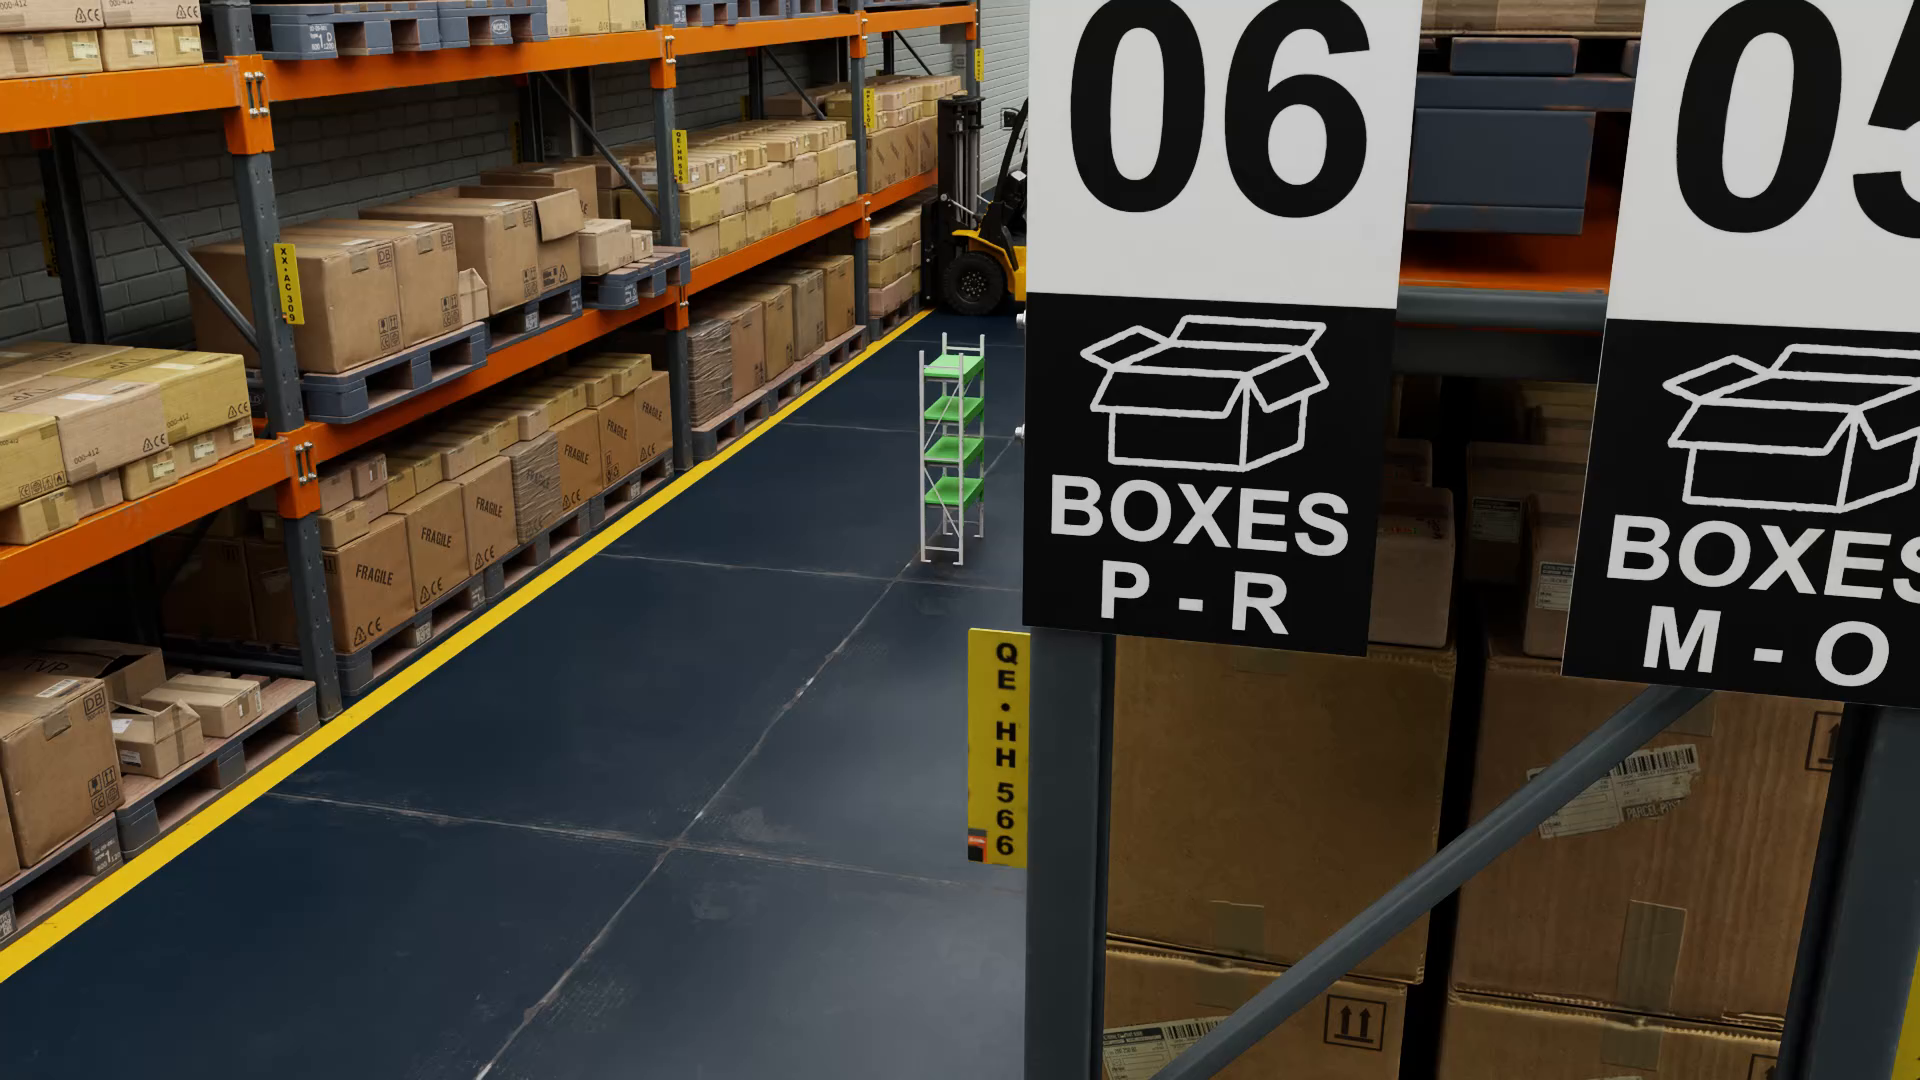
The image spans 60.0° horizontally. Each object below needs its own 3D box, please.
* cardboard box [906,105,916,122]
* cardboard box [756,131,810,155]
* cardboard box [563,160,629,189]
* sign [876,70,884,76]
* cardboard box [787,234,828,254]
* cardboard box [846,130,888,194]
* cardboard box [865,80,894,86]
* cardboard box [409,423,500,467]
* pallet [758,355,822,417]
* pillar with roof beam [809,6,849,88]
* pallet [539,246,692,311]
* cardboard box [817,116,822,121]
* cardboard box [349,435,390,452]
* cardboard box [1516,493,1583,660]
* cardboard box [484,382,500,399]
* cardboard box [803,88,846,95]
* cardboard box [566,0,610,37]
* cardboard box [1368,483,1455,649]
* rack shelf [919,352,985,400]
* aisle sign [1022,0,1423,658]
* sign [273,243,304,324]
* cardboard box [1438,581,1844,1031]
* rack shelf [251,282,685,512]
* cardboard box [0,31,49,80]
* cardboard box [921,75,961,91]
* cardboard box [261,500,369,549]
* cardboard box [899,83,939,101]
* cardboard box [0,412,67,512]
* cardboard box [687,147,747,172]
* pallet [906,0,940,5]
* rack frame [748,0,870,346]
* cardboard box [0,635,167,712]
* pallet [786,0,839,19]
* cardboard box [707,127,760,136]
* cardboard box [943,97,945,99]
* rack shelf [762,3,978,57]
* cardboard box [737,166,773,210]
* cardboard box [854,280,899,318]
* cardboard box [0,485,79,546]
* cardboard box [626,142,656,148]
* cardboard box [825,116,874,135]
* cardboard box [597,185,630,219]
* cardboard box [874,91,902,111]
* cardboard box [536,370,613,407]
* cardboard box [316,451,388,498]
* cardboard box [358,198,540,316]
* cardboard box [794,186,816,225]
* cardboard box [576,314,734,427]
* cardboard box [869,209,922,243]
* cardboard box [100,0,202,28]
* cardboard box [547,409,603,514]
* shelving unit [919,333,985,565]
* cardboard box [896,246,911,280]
[{"bbox_3d":[-0.627,-4.009,15.627,0.380,0.149,0.250,4,19,12],"label":"cardboard box"},{"bbox_3d":[-1.385,-3.082,12.911,0.380,0.149,0.250,4,19,12],"label":"cardboard box"},{"bbox_3d":[-2.394,-2.396,10.902,0.380,0.149,0.250,5,20,15],"label":"cardboard box"},{"bbox_3d":[-0.860,-4.924,18.000,0.100,0.325,0.005,5,19,13],"label":"sign"},{"bbox_3d":[-1.368,-2.717,15.060,0.500,0.250,0.500,5,20,14],"label":"cardboard box"},{"bbox_3d":[-0.939,-3.343,14.679,0.500,0.500,0.500,4,19,12],"label":"cardboard box"},{"bbox_3d":[-0.875,-4.513,16.642,0.380,0.149,0.250,5,20,15],"label":"cardboard box"},{"bbox_3d":[-2.651,-0.498,8.719,0.380,0.149,0.250,5,20,15],"label":"cardboard box"},{"bbox_3d":[-1.739,-1.240,12.991,1.003,0.211,1.213,5,19,13],"label":"pallet"},{"bbox_3d":[2.807,-6.783,15.623,9.100,9.000,0.400,5,19,13],"label":"pillar with roof beam"},{"bbox_3d":[-2.375,-1.615,10.071,1.213,0.211,1.003,5,19,13],"label":"pallet"},{"bbox_3d":[-1.443,-3.734,14.820,0.380,0.149,0.250,4,19,12],"label":"cardboard box"},{"bbox_3d":[-3.178,-0.455,8.592,0.380,0.149,0.250,5,20,15],"label":"cardboard box"},{"bbox_3d":[0.937,0.058,2.172,0.380,0.149,0.250,5,20,15],"label":"cardboard box"},{"bbox_3d":[-2.938,-0.864,9.790,0.380,0.149,0.250,4,19,11],"label":"cardboard box"},{"bbox_3d":[-1.279,-4.119,15.486,0.380,0.149,0.250,4,19,12],"label":"cardboard box"},{"bbox_3d":[-2.290,-2.934,9.229,0.500,0.250,0.500,5,19,14],"label":"cardboard box"},{"bbox_3d":[0.475,0.019,2.286,0.380,0.149,0.250,5,19,14],"label":"cardboard box"},{"bbox_3d":[-0.040,-0.910,9.207,0.258,0.148,0.480,5,19,13],"label":"rack shelf"},{"bbox_3d":[0.264,-0.257,1.778,0.394,0.787,0.004,5,19,13],"label":"aisle sign"},{"bbox_3d":[-2.727,-1.039,6.749,0.100,0.325,0.005,5,19,13],"label":"sign"},{"bbox_3d":[0.975,0.327,2.389,0.500,0.500,0.500,4,19,12],"label":"cardboard box"},{"bbox_3d":[-2.766,-0.956,8.959,1.077,0.370,4.000,5,19,13],"label":"rack shelf"},{"bbox_3d":[-3.258,-1.598,5.472,0.380,0.149,0.250,5,19,13],"label":"cardboard box"},{"bbox_3d":[-0.206,-4.797,17.472,0.380,0.149,0.250,5,19,14],"label":"cardboard box"},{"bbox_3d":[-2.909,-0.084,7.506,0.380,0.149,0.250,6,20,16],"label":"cardboard box"},{"bbox_3d":[-0.421,-4.389,16.278,0.380,0.149,0.250,5,19,14],"label":"cardboard box"},{"bbox_3d":[-3.386,-0.247,5.542,0.500,0.250,0.500,5,19,13],"label":"cardboard box"},{"bbox_3d":[-1.728,-2.685,11.749,0.380,0.149,0.250,5,19,14],"label":"cardboard box"},{"bbox_3d":[-0.817,-5.205,15.783,1.003,0.211,1.213,5,19,13],"label":"pallet"},{"bbox_3d":[-1.300,-3.177,14.348,1.000,3.000,0.127,5,19,13],"label":"rack frame"},{"bbox_3d":[-3.646,0.592,6.822,0.500,0.311,0.500,5,20,15],"label":"cardboard box"},{"bbox_3d":[-1.503,-4.229,13.082,0.805,0.209,1.217,4,19,11],"label":"pallet"},{"bbox_3d":[-1.815,-3.198,13.252,0.380,0.149,0.250,4,19,13],"label":"cardboard box"},{"bbox_3d":[-0.364,-4.419,16.825,0.380,0.149,0.250,5,19,13],"label":"cardboard box"},{"bbox_3d":[-0.812,-4.883,15.815,1.077,0.370,4.000,5,19,13],"label":"rack shelf"},{"bbox_3d":[-1.663,-2.528,11.907,0.500,0.250,0.500,4,19,12],"label":"cardboard box"},{"bbox_3d":[-0.861,-2.200,15.092,0.500,0.250,0.500,5,19,14],"label":"cardboard box"},{"bbox_3d":[-3.296,-0.102,5.734,0.380,0.149,0.250,4,19,13],"label":"cardboard box"},{"bbox_3d":[-2.205,-2.806,12.103,0.380,0.149,0.250,4,19,12],"label":"cardboard box"},{"bbox_3d":[-0.967,-3.610,14.459,0.380,0.149,0.250,4,19,13],"label":"cardboard box"},{"bbox_3d":[-2.437,-2.252,11.098,0.500,0.250,0.500,5,20,15],"label":"cardboard box"},{"bbox_3d":[-0.742,-3.991,15.113,0.380,0.149,0.250,5,20,15],"label":"cardboard box"},{"bbox_3d":[-2.296,-0.904,9.908,0.380,0.149,0.250,4,19,12],"label":"cardboard box"},{"bbox_3d":[-2.892,-0.310,7.708,0.380,0.149,0.250,4,19,11],"label":"cardboard box"},{"bbox_3d":[-2.602,-1.458,8.511,0.700,0.500,0.500,5,19,13],"label":"cardboard box"},{"bbox_3d":[-1.438,-2.616,12.939,0.500,0.250,0.500,5,19,14],"label":"cardboard box"},{"bbox_3d":[-2.112,-1.193,11.563,0.875,0.625,0.625,5,20,15],"label":"cardboard box"},{"bbox_3d":[-0.633,-2.991,15.861,0.500,0.250,0.500,5,20,15],"label":"cardboard box"},{"bbox_3d":[-3.130,-1.988,5.998,0.500,0.250,0.500,5,19,14],"label":"cardboard box"},{"bbox_3d":[-2.430,-0.469,9.639,0.500,0.500,0.500,6,20,16],"label":"cardboard box"},{"bbox_3d":[-0.040,-0.516,9.342,0.258,1.200,0.503,5,19,13],"label":"shelving unit"},{"bbox_3d":[-0.762,-2.596,15.479,0.500,0.250,0.500,5,19,13],"label":"cardboard box"}]
